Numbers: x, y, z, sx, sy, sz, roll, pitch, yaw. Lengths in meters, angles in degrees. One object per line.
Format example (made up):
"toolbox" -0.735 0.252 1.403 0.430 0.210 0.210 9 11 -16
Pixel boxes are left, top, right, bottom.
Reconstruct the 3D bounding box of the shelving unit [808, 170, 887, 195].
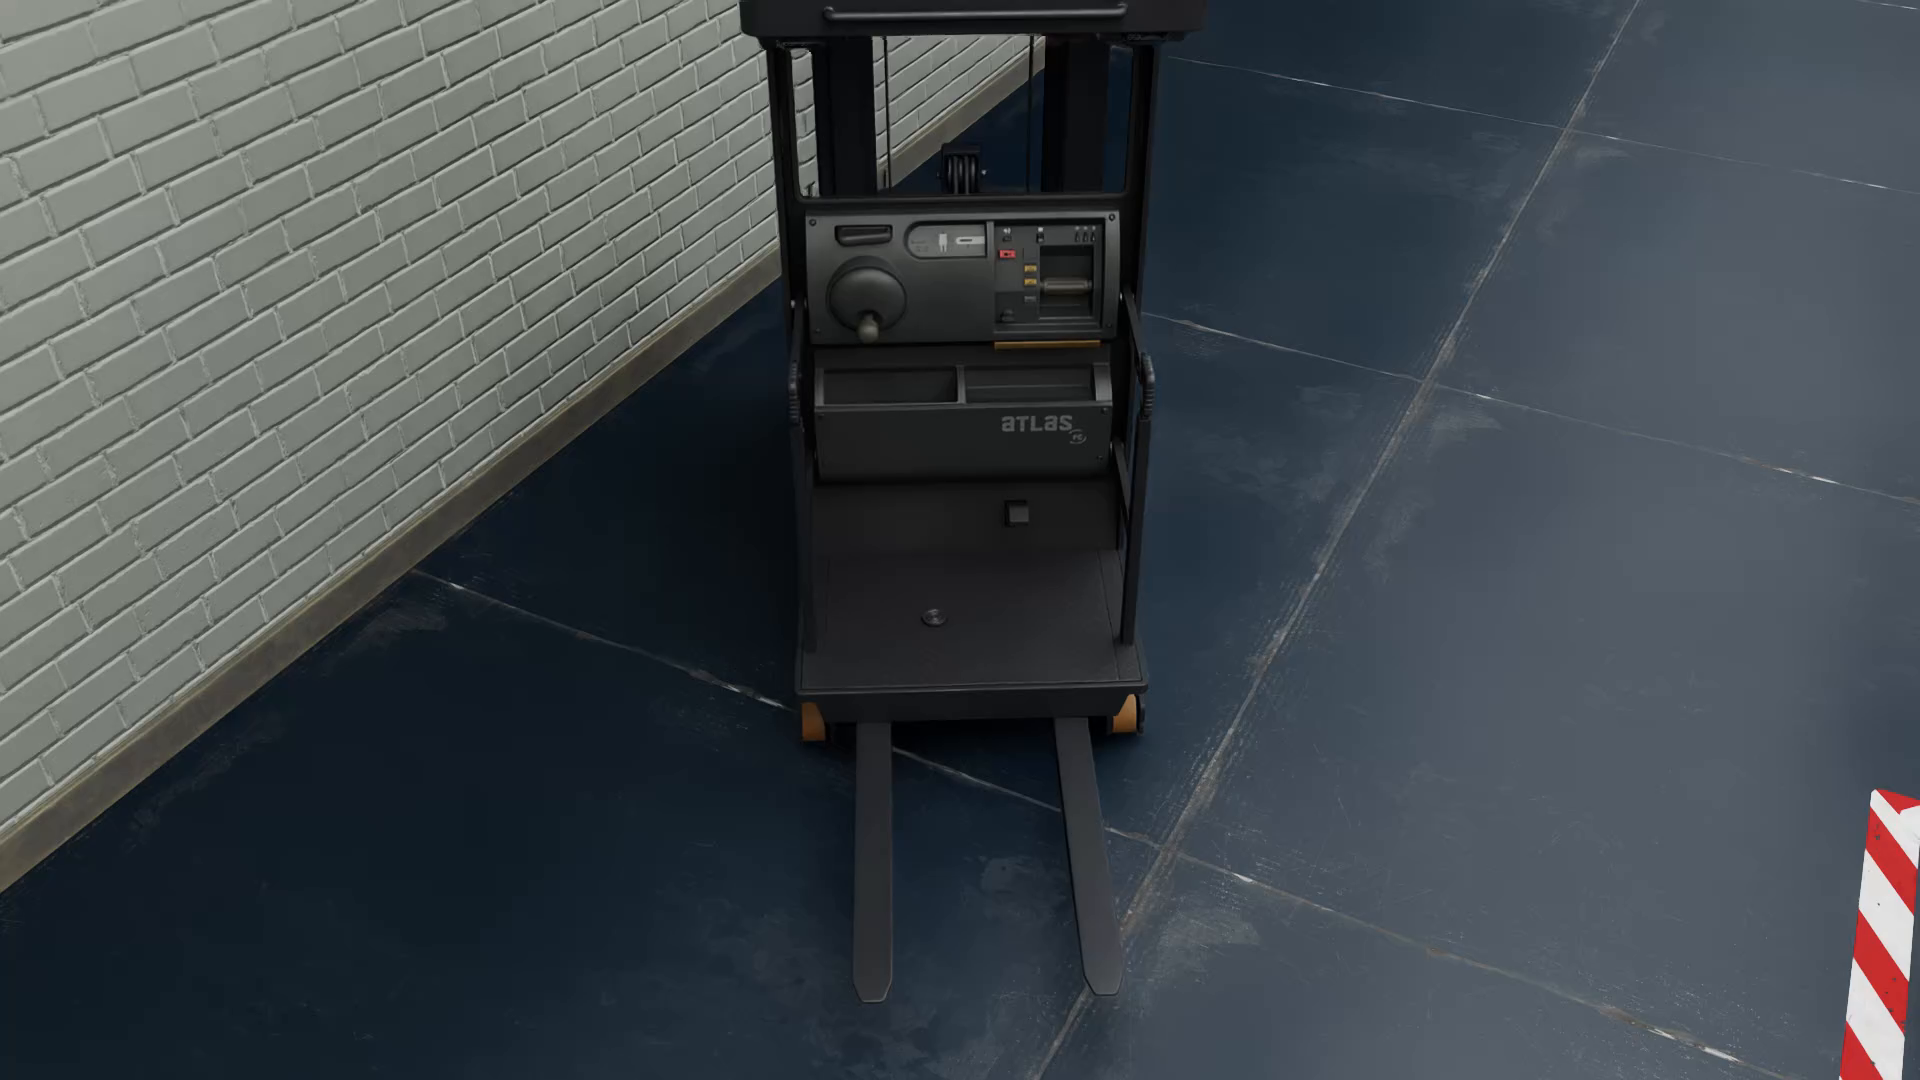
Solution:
"shelving unit" -0.427 -0.964 6.652 0.252 1.050 0.215 9 38 11

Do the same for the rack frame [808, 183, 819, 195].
"rack frame" -0.546 -0.982 6.675 0.008 1.050 0.200 9 38 11

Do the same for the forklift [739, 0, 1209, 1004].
"forklift" 0.020 -0.715 4.768 1.130 2.935 3.031 -1 37 -2

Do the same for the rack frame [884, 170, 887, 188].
"rack frame" -0.309 -0.946 6.628 0.008 1.050 0.200 9 38 11
